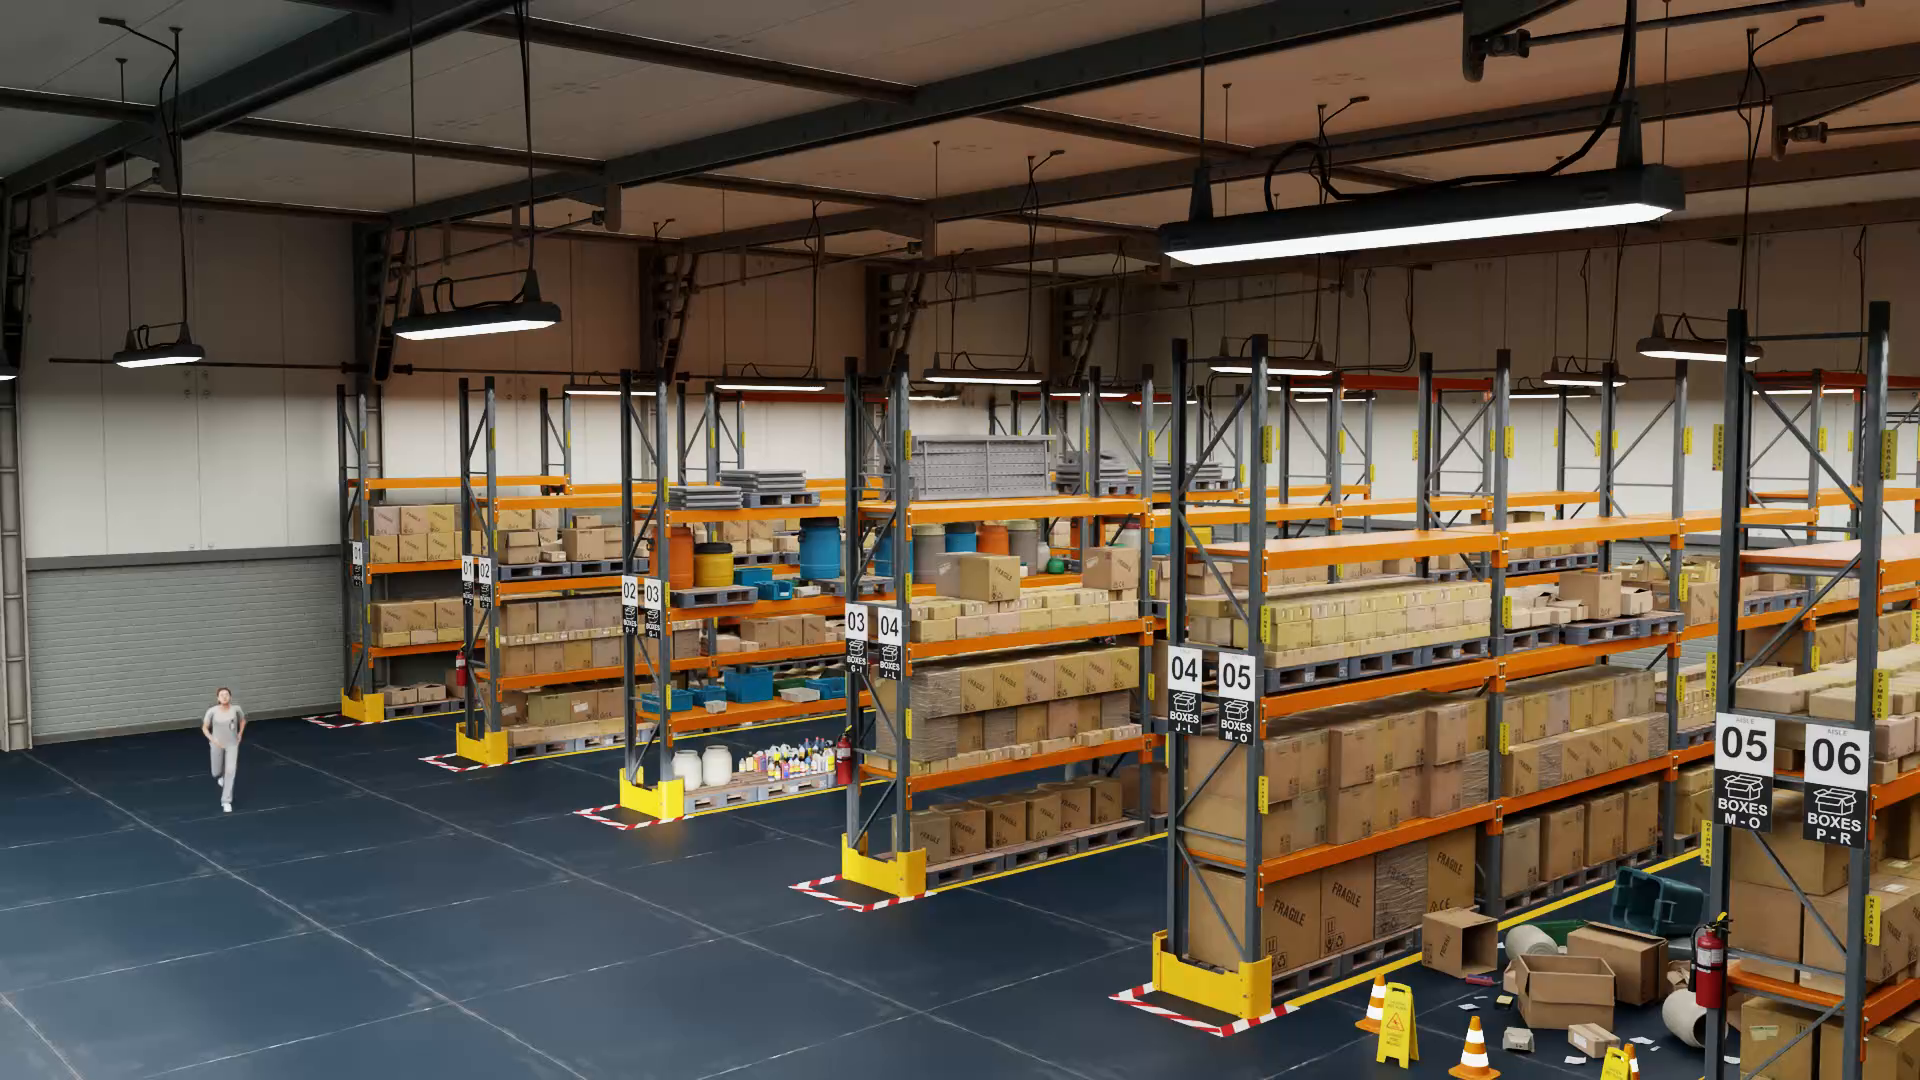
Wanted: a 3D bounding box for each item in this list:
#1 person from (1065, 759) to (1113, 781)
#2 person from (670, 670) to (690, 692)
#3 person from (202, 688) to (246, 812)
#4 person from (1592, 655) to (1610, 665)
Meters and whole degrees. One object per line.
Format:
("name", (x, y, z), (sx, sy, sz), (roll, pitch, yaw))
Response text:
("person", (1.778, 2.799, 23.408), (0.584, 1.702, 1.095), (4, 5, 44))
("person", (-5.183, 2.286, 30.514), (0.983, 1.763, 0.668), (-3, 5, -42))
("person", (-10.163, 2.858, 22.985), (0.544, 1.655, 1.029), (-1, 4, -21))
("person", (11.580, 2.290, 30.369), (0.652, 1.797, 0.931), (-2, 4, -28))
